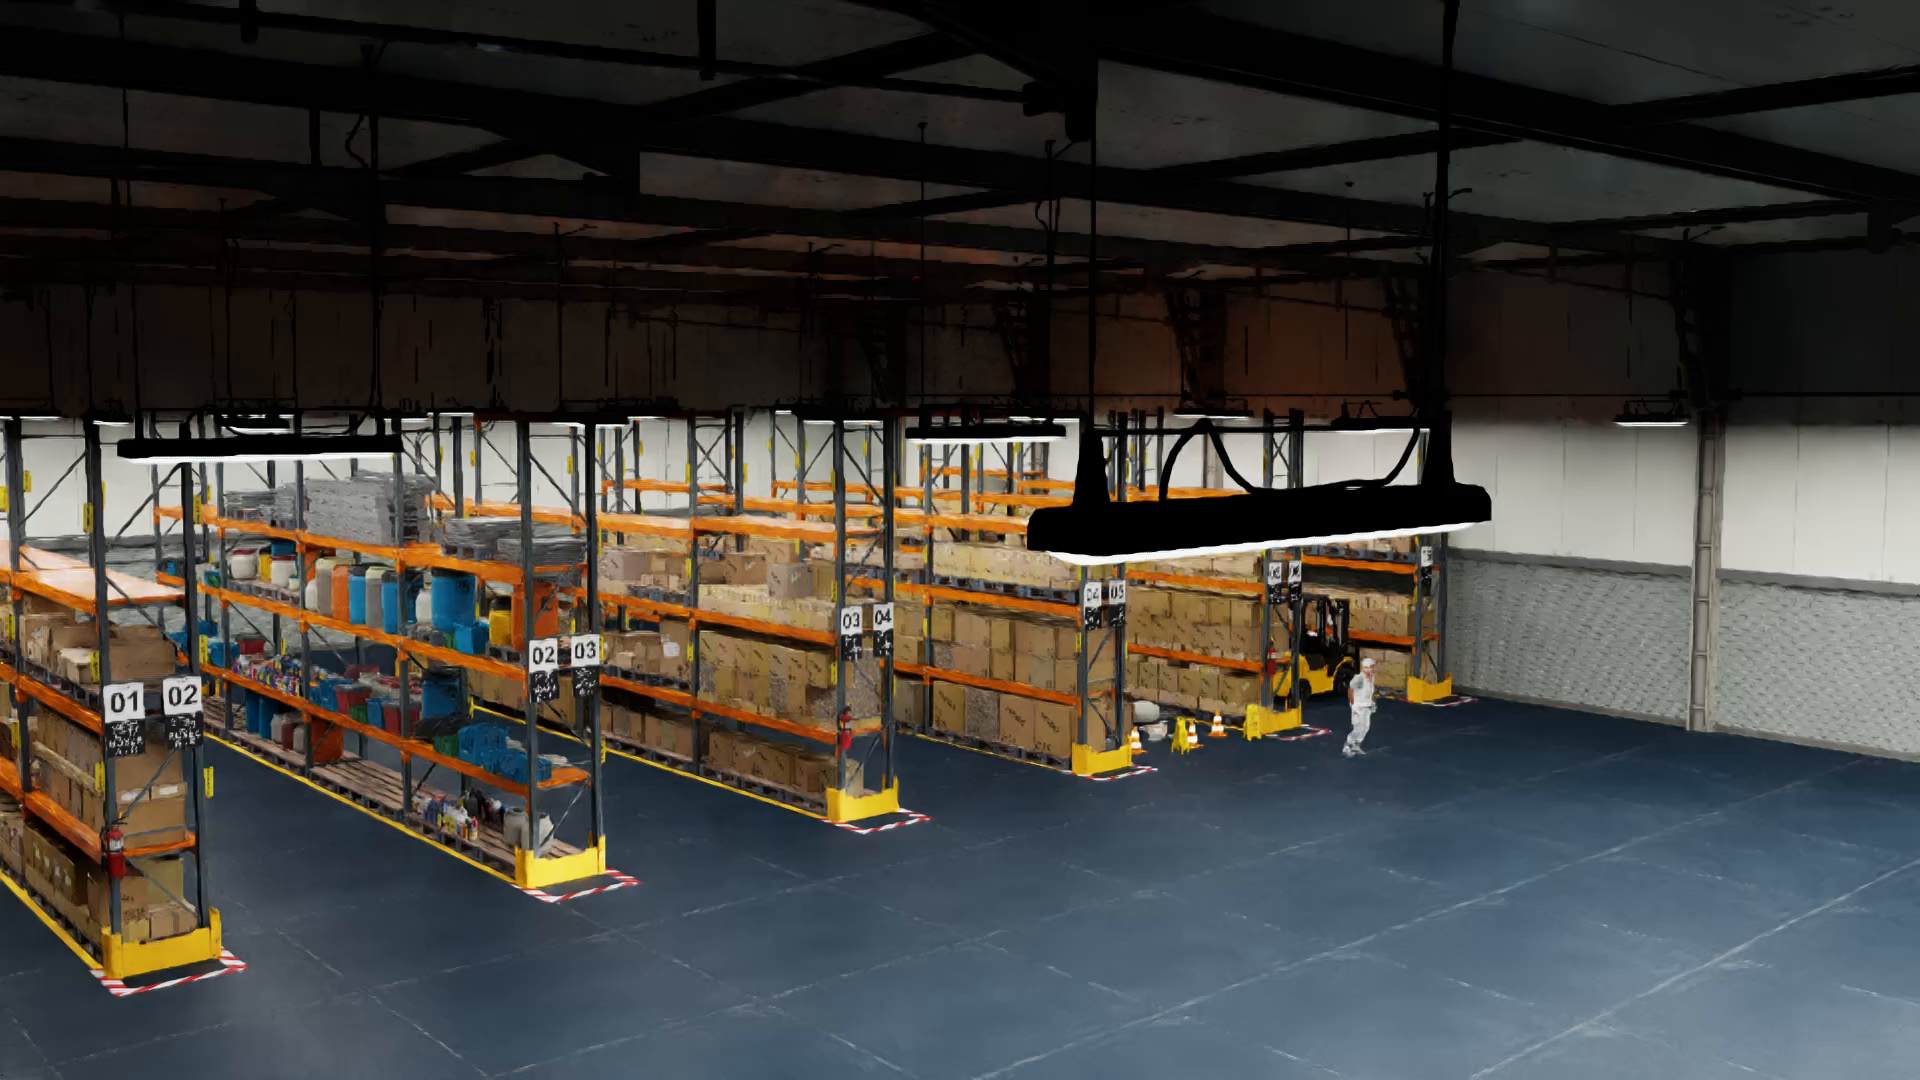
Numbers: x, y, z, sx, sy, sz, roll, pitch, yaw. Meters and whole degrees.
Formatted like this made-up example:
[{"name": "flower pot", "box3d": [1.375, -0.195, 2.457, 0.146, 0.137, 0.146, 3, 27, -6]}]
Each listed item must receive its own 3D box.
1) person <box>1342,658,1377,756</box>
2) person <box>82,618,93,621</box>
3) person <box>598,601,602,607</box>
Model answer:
[{"name": "person", "box3d": [7.027, 2.917, 29.091, 0.677, 1.742, 0.552, -5, 7, -43]}, {"name": "person", "box3d": [-18.210, 2.466, 34.585, 0.473, 1.660, 0.639, 1, 5, 8]}, {"name": "person", "box3d": [-8.256, 2.183, 37.889, 0.496, 1.642, 0.671, -4, 6, -35]}]
